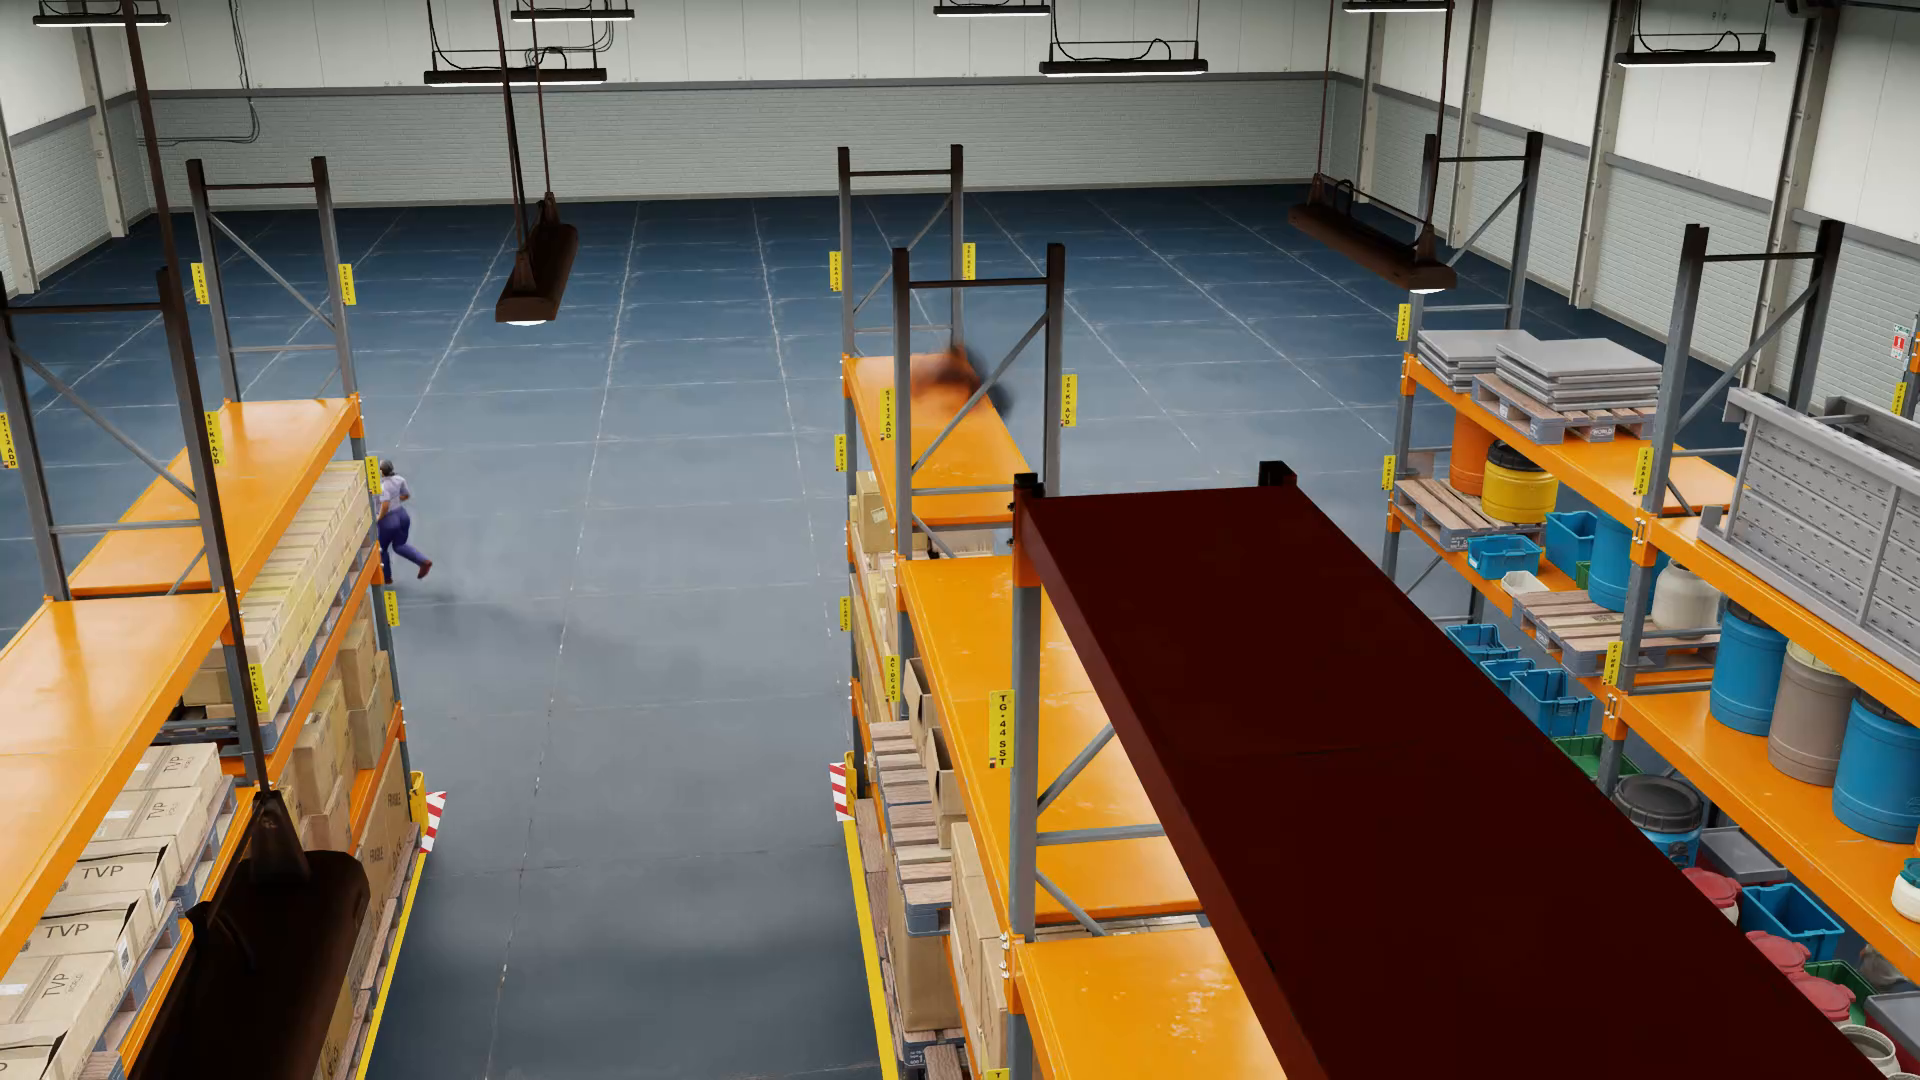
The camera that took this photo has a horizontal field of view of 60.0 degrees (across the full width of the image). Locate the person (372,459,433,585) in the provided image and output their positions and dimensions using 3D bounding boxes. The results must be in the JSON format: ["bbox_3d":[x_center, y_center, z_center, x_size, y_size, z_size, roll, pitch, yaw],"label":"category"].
[{"bbox_3d":[-6.788,-0.183,19.931,0.849,1.625,0.607,9,23,21],"label":"person"}]

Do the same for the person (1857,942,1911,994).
[{"bbox_3d":[6.642,3.065,11.798,0.549,1.572,0.542,-3,22,-8],"label":"person"}]
